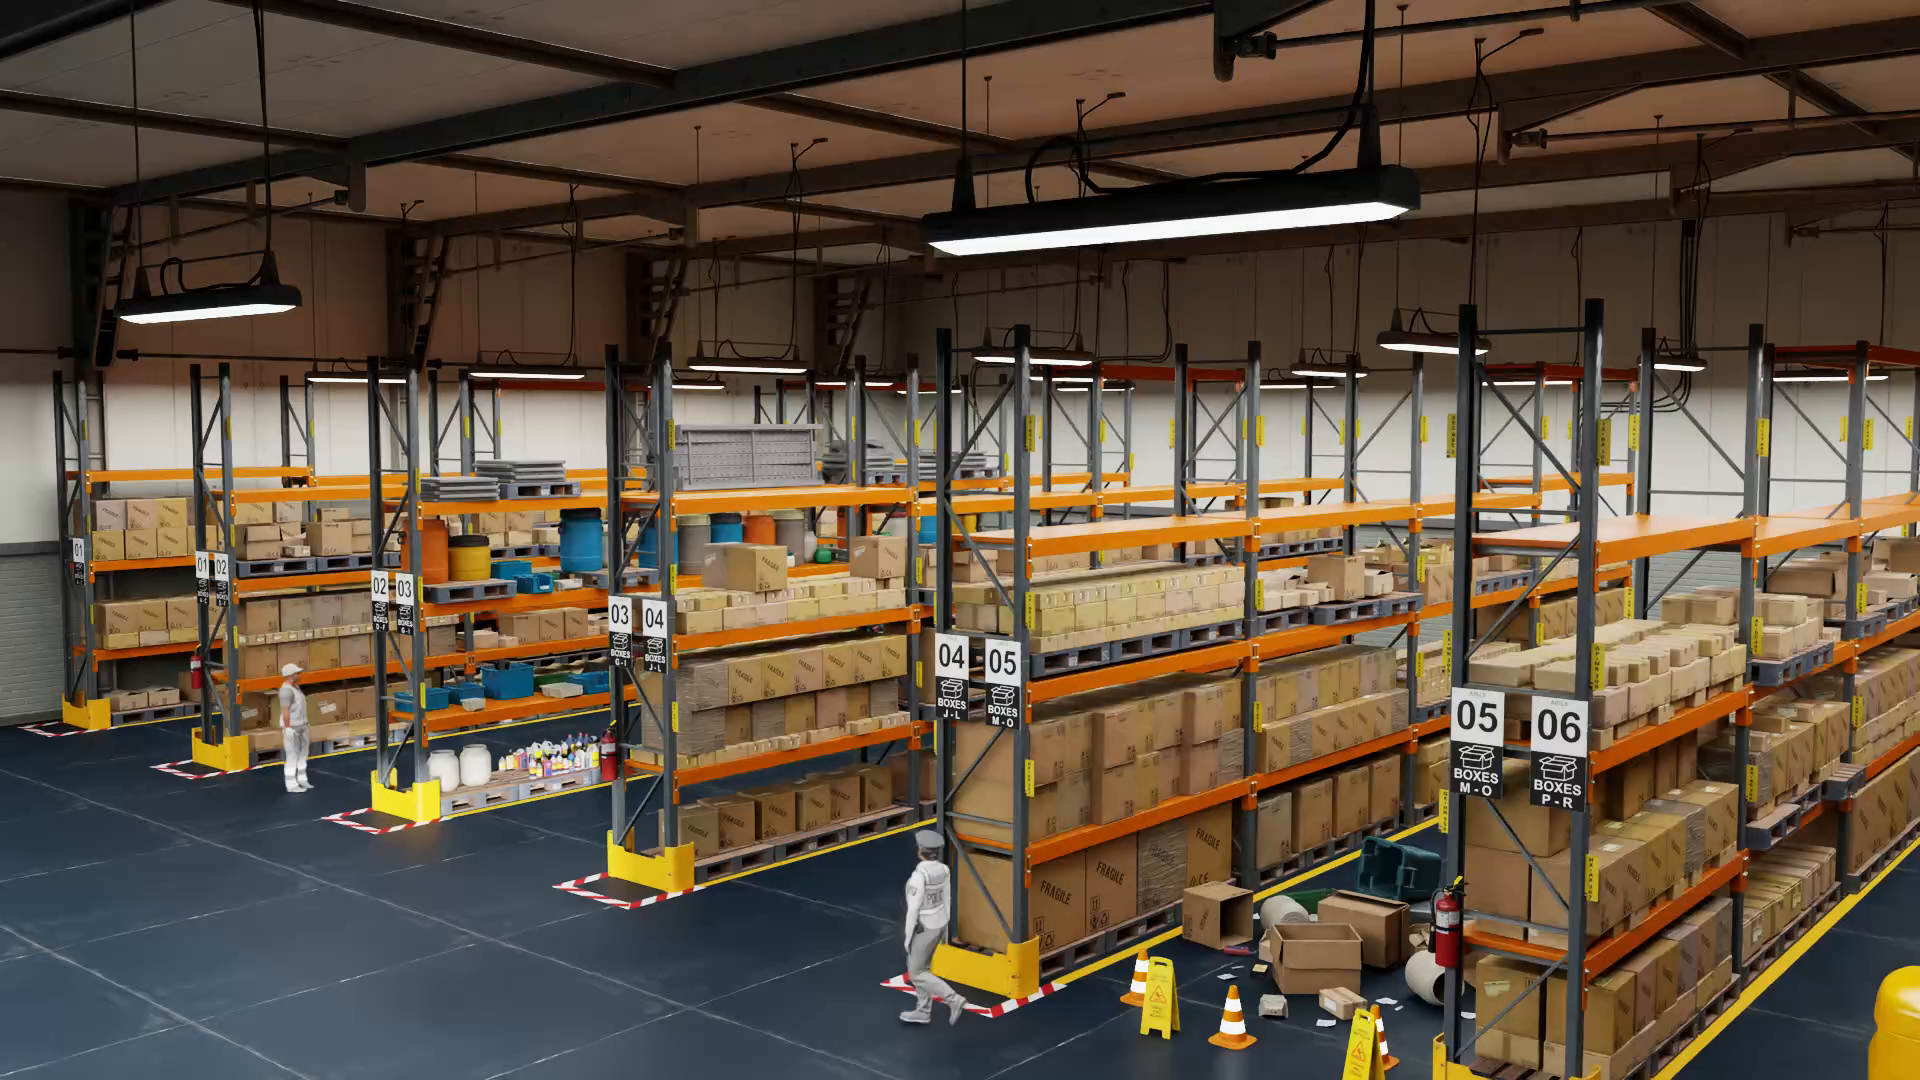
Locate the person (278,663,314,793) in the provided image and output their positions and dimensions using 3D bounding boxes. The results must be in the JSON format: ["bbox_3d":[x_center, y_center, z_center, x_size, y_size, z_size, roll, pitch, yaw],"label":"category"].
[{"bbox_3d":[-9.263,2.620,23.161,0.414,1.825,0.614,1,4,9],"label":"person"}]

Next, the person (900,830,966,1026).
[{"bbox_3d":[-0.257,3.299,14.073,0.619,1.681,0.449,1,4,18],"label":"person"}]
